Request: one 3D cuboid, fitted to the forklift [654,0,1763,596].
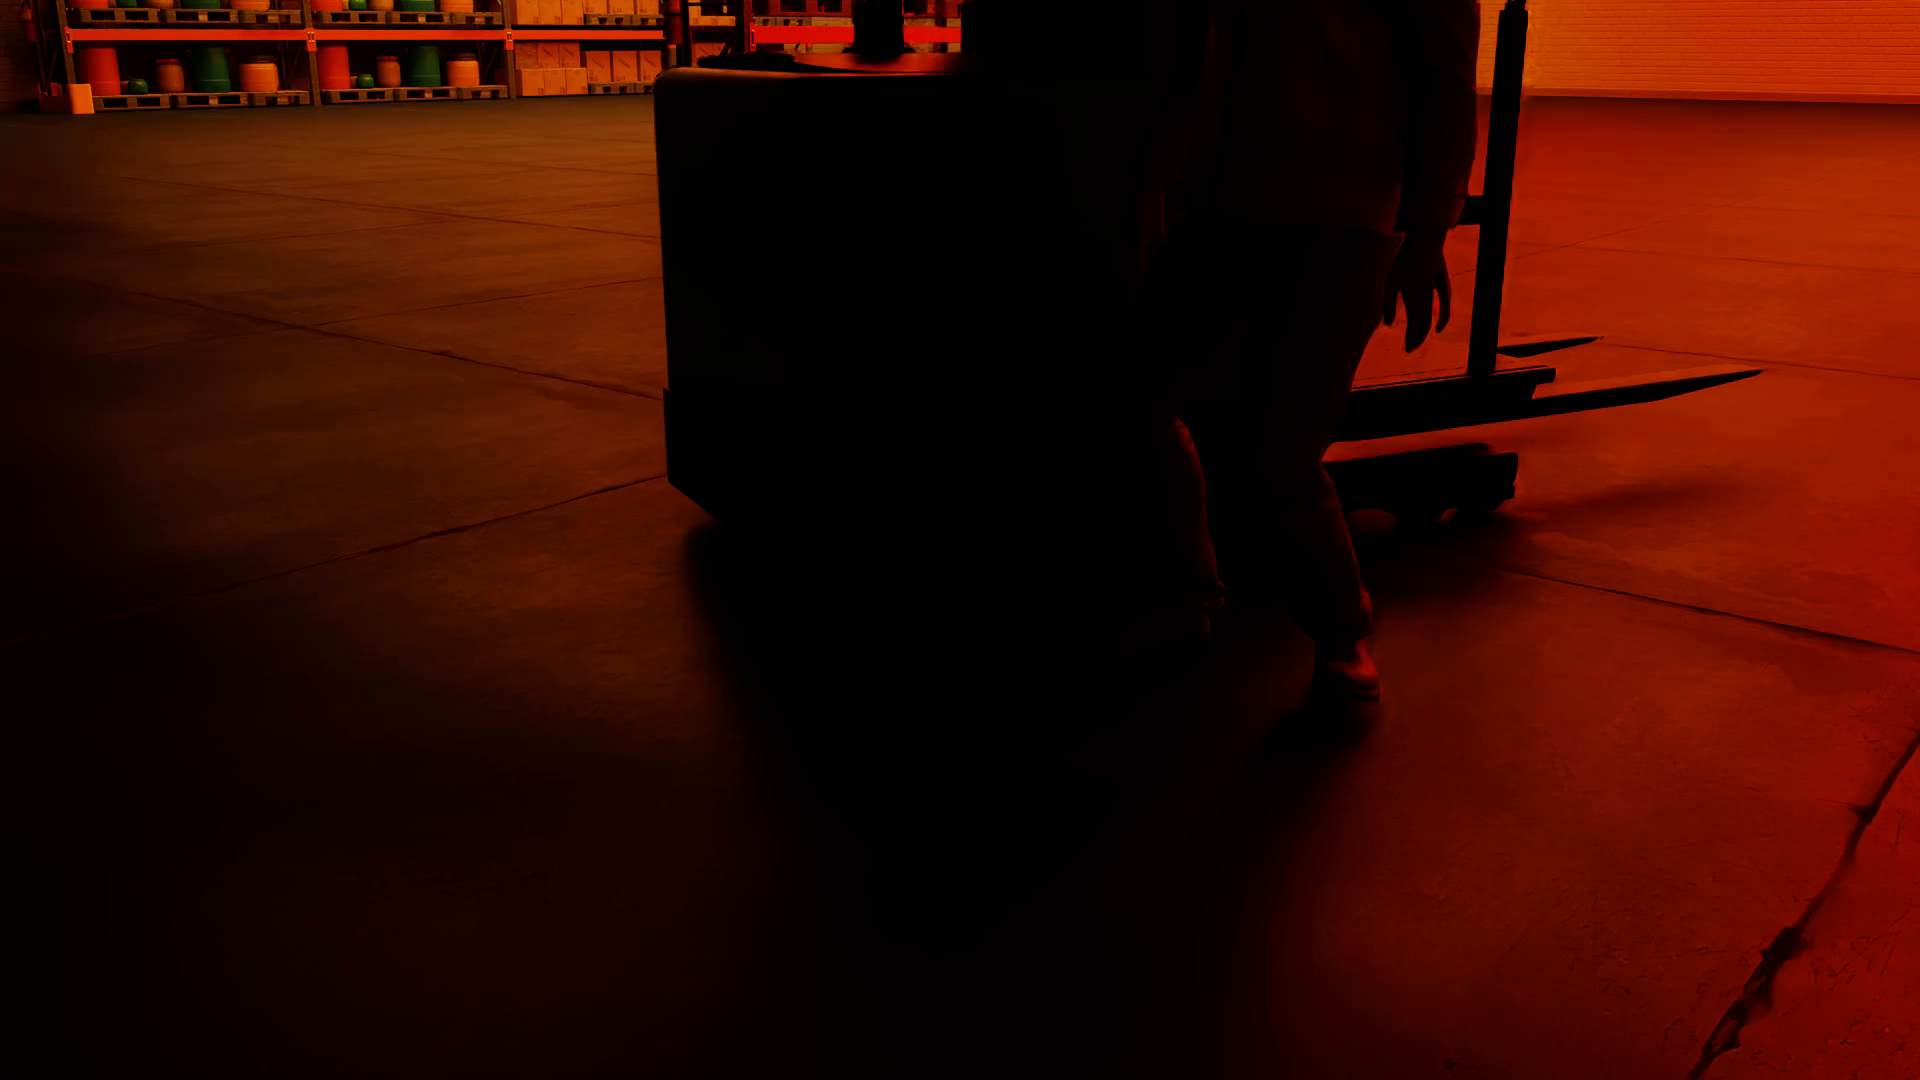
[{"bbox_3d":[0.815,-1.566,4.053,3.031,2.935,1.130,-8,19,-26],"label":"forklift"}]

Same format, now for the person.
[{"bbox_3d":[0.527,-0.570,2.887,0.453,1.727,0.757,-9,19,-27],"label":"person"}]
